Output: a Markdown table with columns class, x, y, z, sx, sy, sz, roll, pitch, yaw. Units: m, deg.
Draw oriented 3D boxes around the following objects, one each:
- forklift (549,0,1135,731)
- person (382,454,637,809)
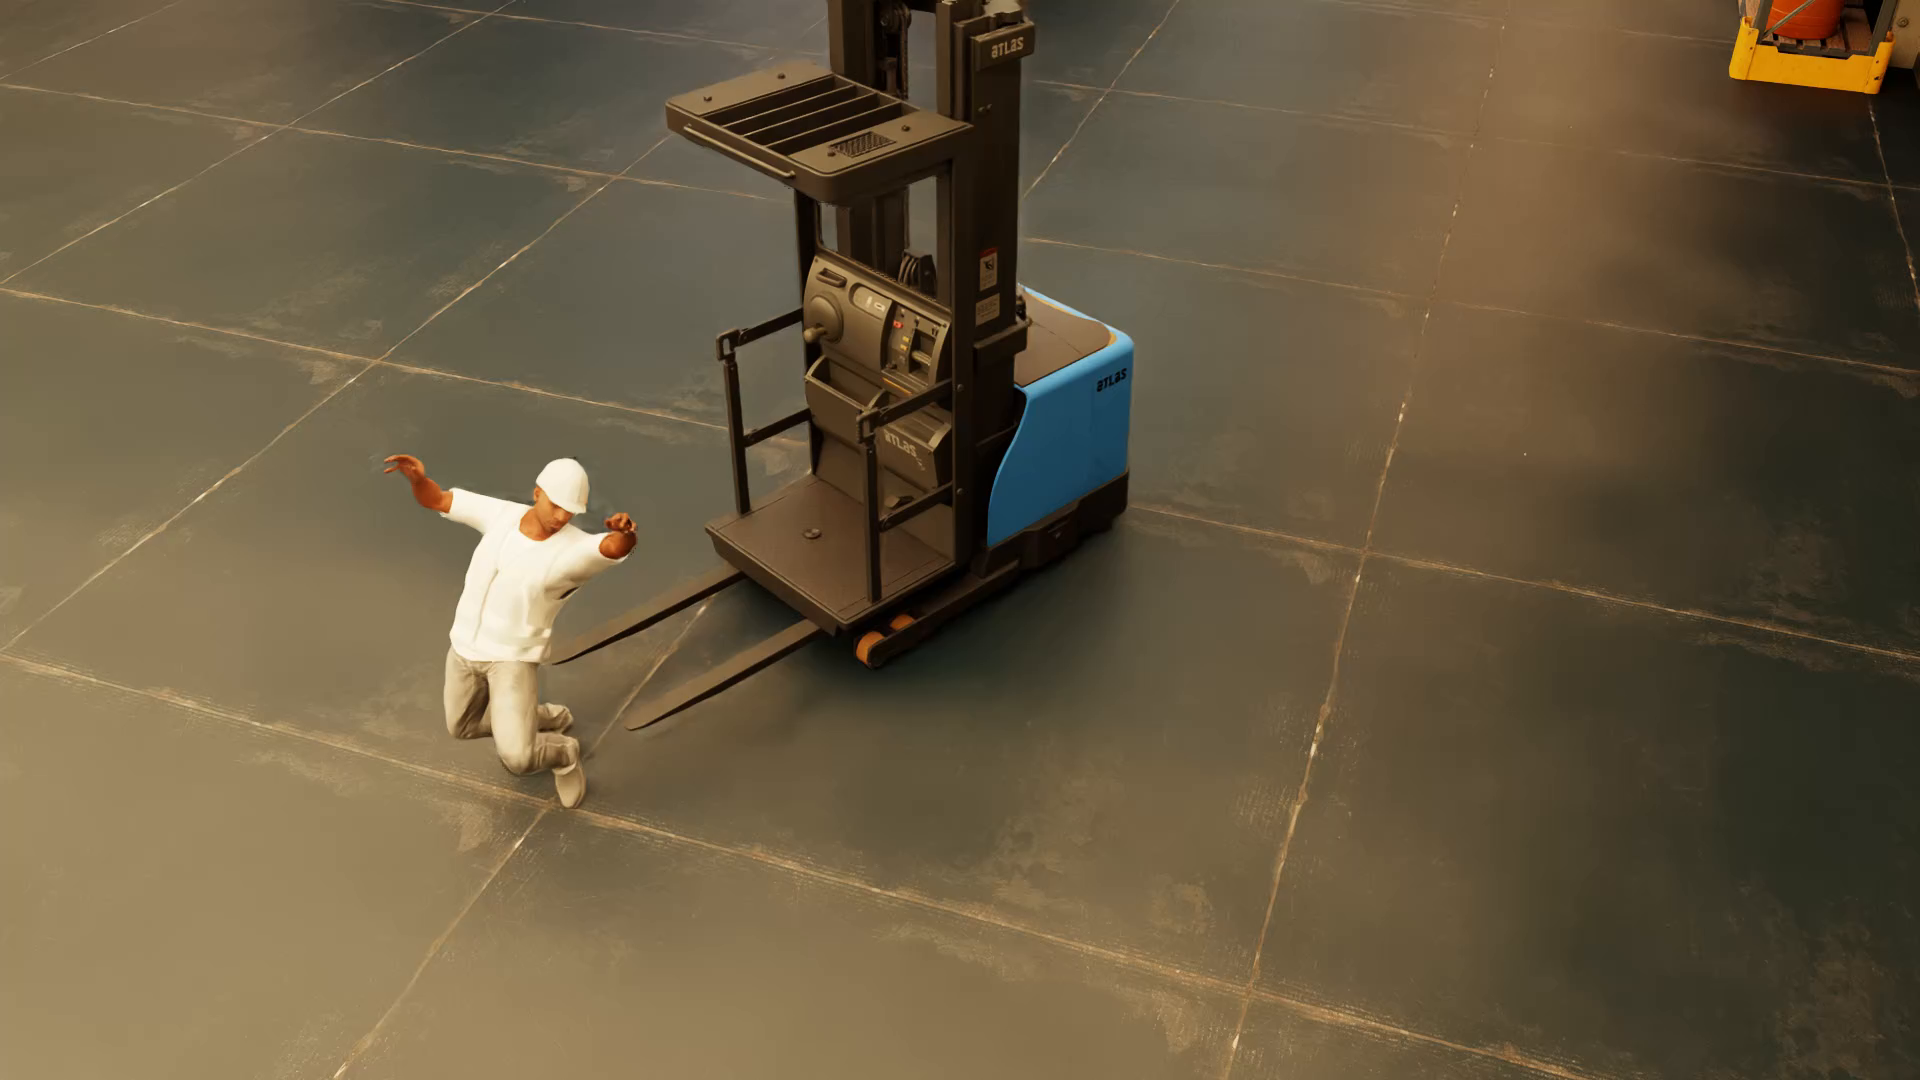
| class | x | y | z | sx | sy | sz | roll | pitch | yaw |
| --- | --- | --- | --- | --- | --- | --- | --- | --- | --- |
| forklift | -0.538 | -0.939 | 7.435 | 3.031 | 2.935 | 1.130 | -29 | 44 | -34 |
| person | -1.685 | 0.372 | 6.708 | 1.071 | 1.667 | 0.810 | 20 | 40 | 26 |
